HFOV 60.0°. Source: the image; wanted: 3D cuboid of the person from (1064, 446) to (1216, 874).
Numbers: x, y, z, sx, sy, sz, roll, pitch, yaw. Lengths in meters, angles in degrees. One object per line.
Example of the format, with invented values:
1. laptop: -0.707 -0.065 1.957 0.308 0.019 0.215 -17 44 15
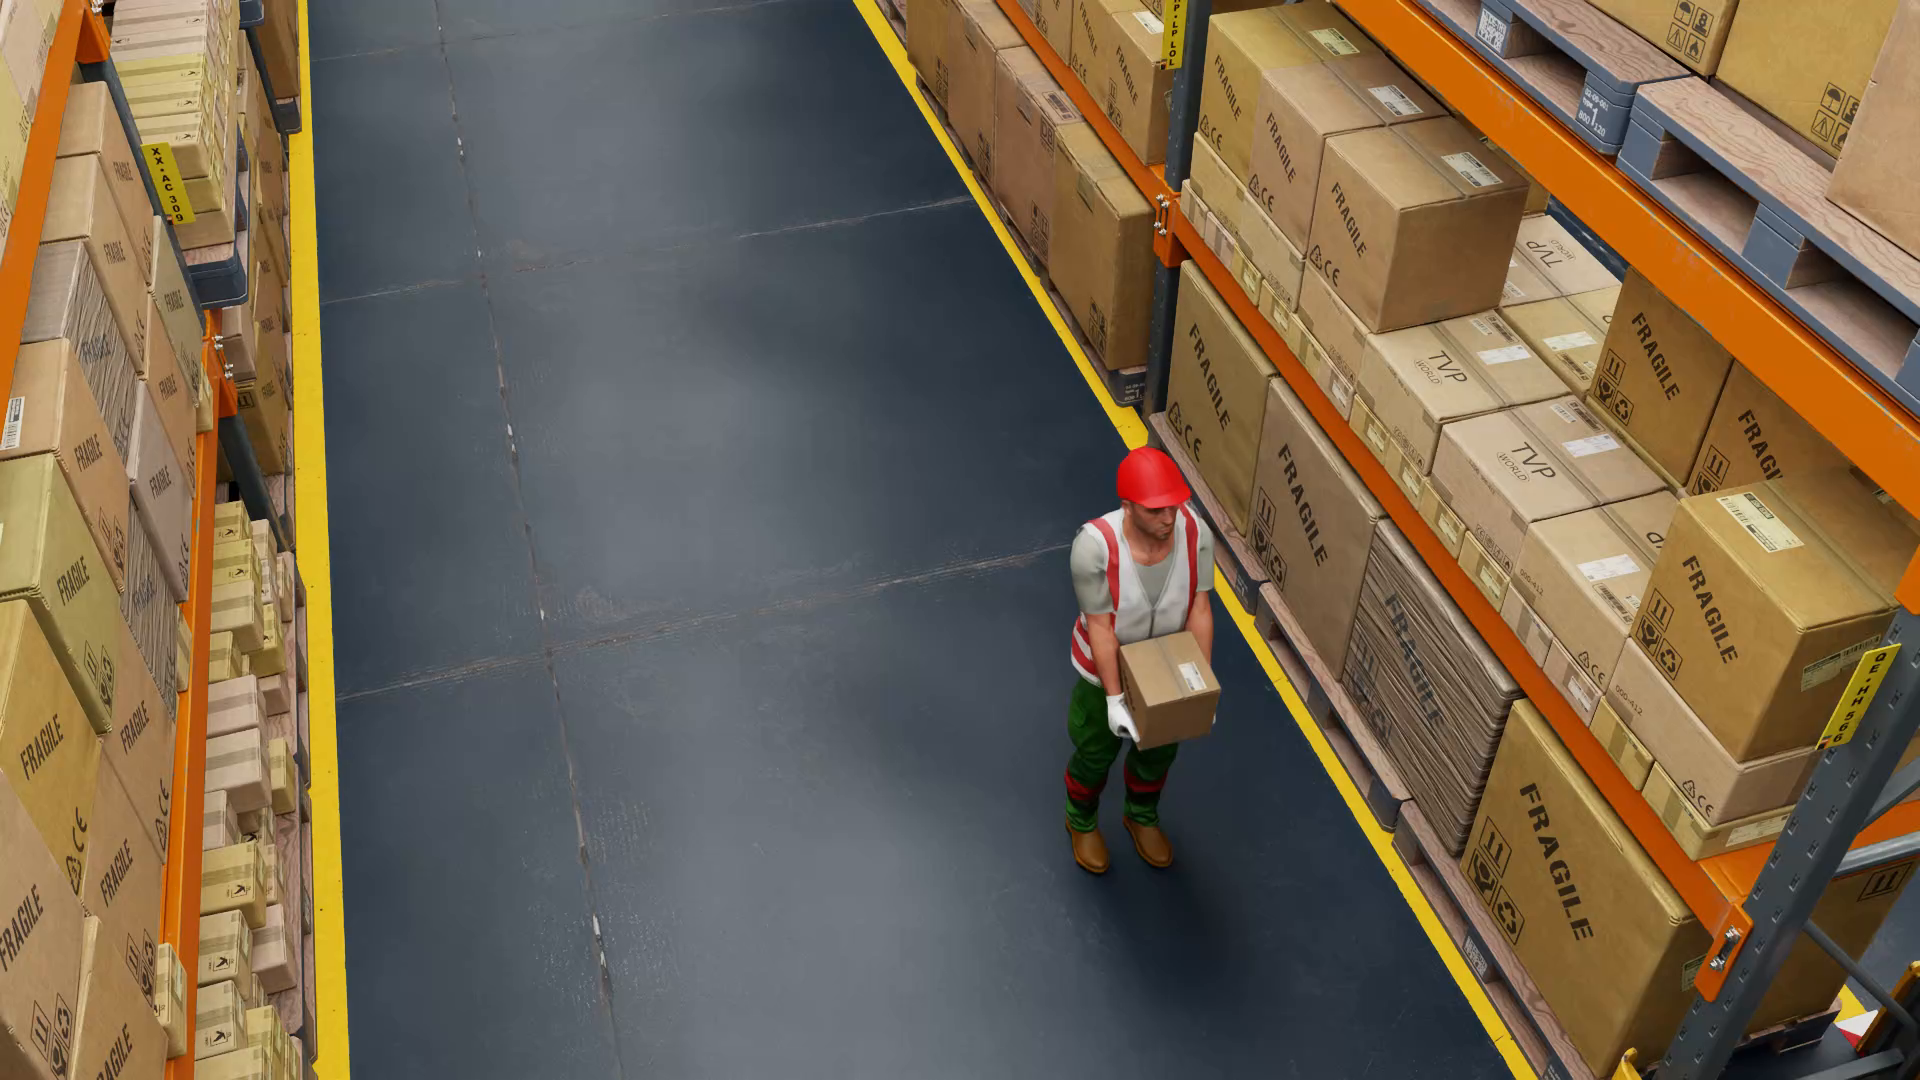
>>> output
1. person: 2.127 -3.692 10.263 7.108 1.786 11.611 -12 43 -13
